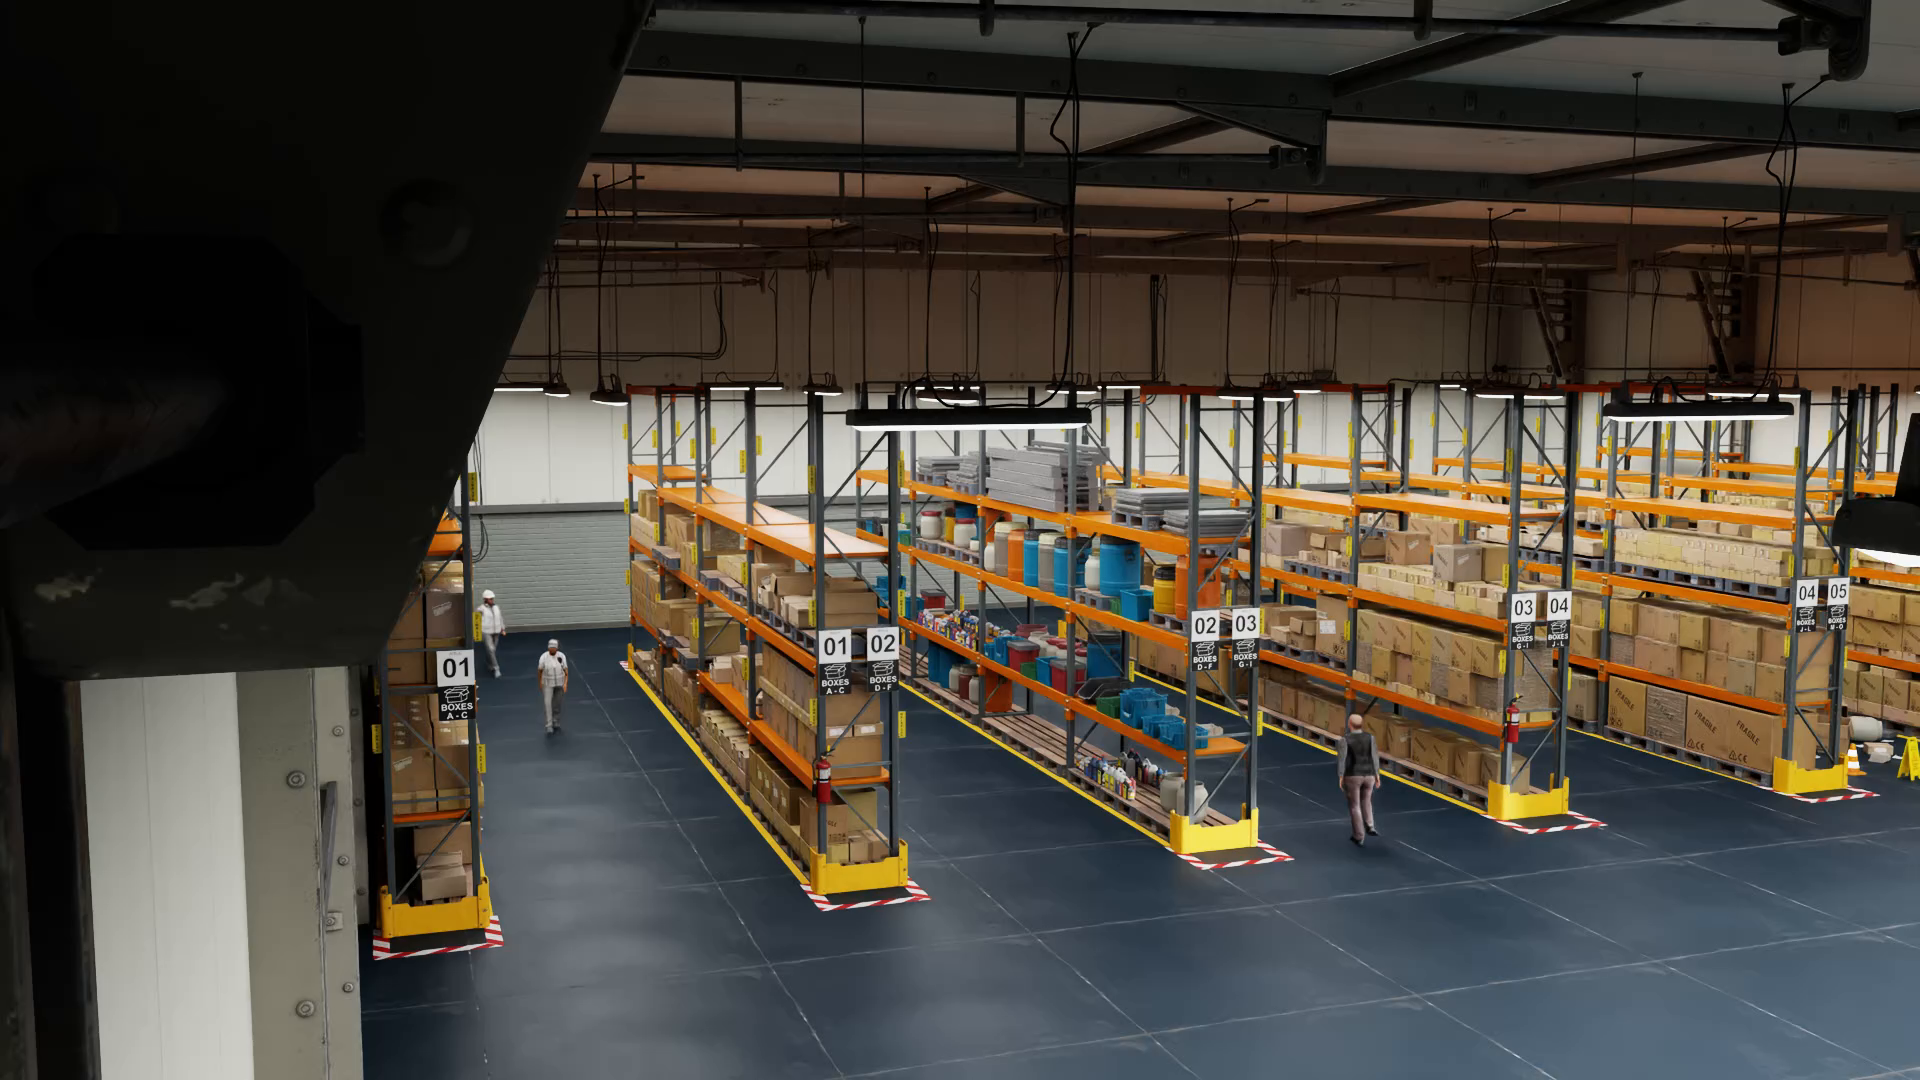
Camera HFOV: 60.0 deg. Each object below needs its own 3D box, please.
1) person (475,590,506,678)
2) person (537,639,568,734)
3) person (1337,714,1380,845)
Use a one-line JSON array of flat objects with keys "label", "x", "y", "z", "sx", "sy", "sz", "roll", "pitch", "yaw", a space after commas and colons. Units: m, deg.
[{"label": "person", "x": -9.673, "y": 1.908, "z": 34.362, "sx": 0.937, "sy": 1.744, "sz": 0.617, "roll": 6, "pitch": 8, "yaw": 44}, {"label": "person", "x": -7.061, "y": 2.524, "z": 28.928, "sx": 0.506, "sy": 1.605, "sz": 0.998, "roll": -3, "pitch": 7, "yaw": -28}, {"label": "person", "x": 5.308, "y": 3.178, "z": 22.209, "sx": 0.569, "sy": 1.709, "sz": 0.465, "roll": -1, "pitch": 6, "yaw": -7}]
